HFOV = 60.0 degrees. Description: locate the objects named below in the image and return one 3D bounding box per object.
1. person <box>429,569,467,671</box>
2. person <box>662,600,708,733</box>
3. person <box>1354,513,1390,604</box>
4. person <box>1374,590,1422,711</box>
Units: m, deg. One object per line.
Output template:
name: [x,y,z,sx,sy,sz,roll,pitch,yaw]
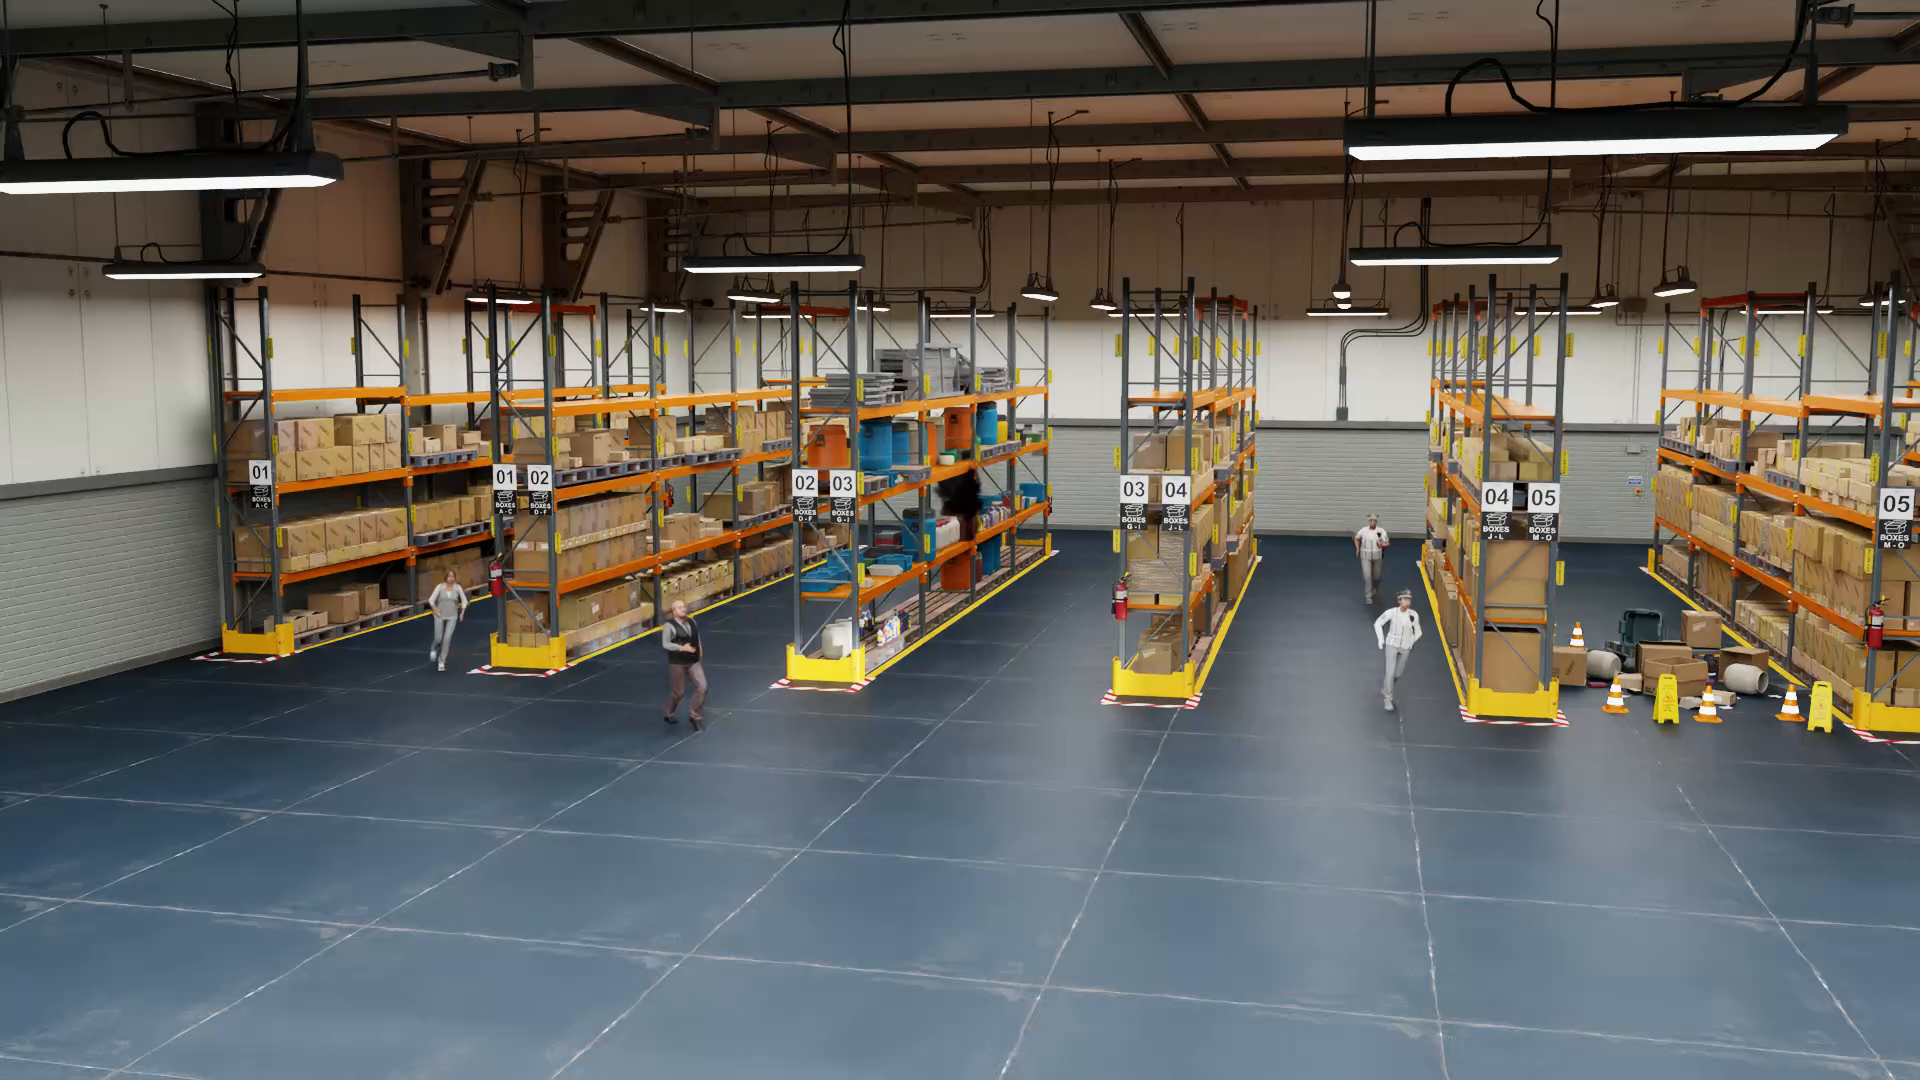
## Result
person: [-8.041,1.235,26.153,0.583,1.566,0.649,-3,7,-22]
person: [-3.633,1.663,21.914,0.659,1.755,0.751,-5,9,-40]
person: [8.135,0.340,32.857,0.671,1.755,0.963,1,7,10]
person: [6.154,1.525,23.376,0.639,1.688,0.727,0,7,1]
